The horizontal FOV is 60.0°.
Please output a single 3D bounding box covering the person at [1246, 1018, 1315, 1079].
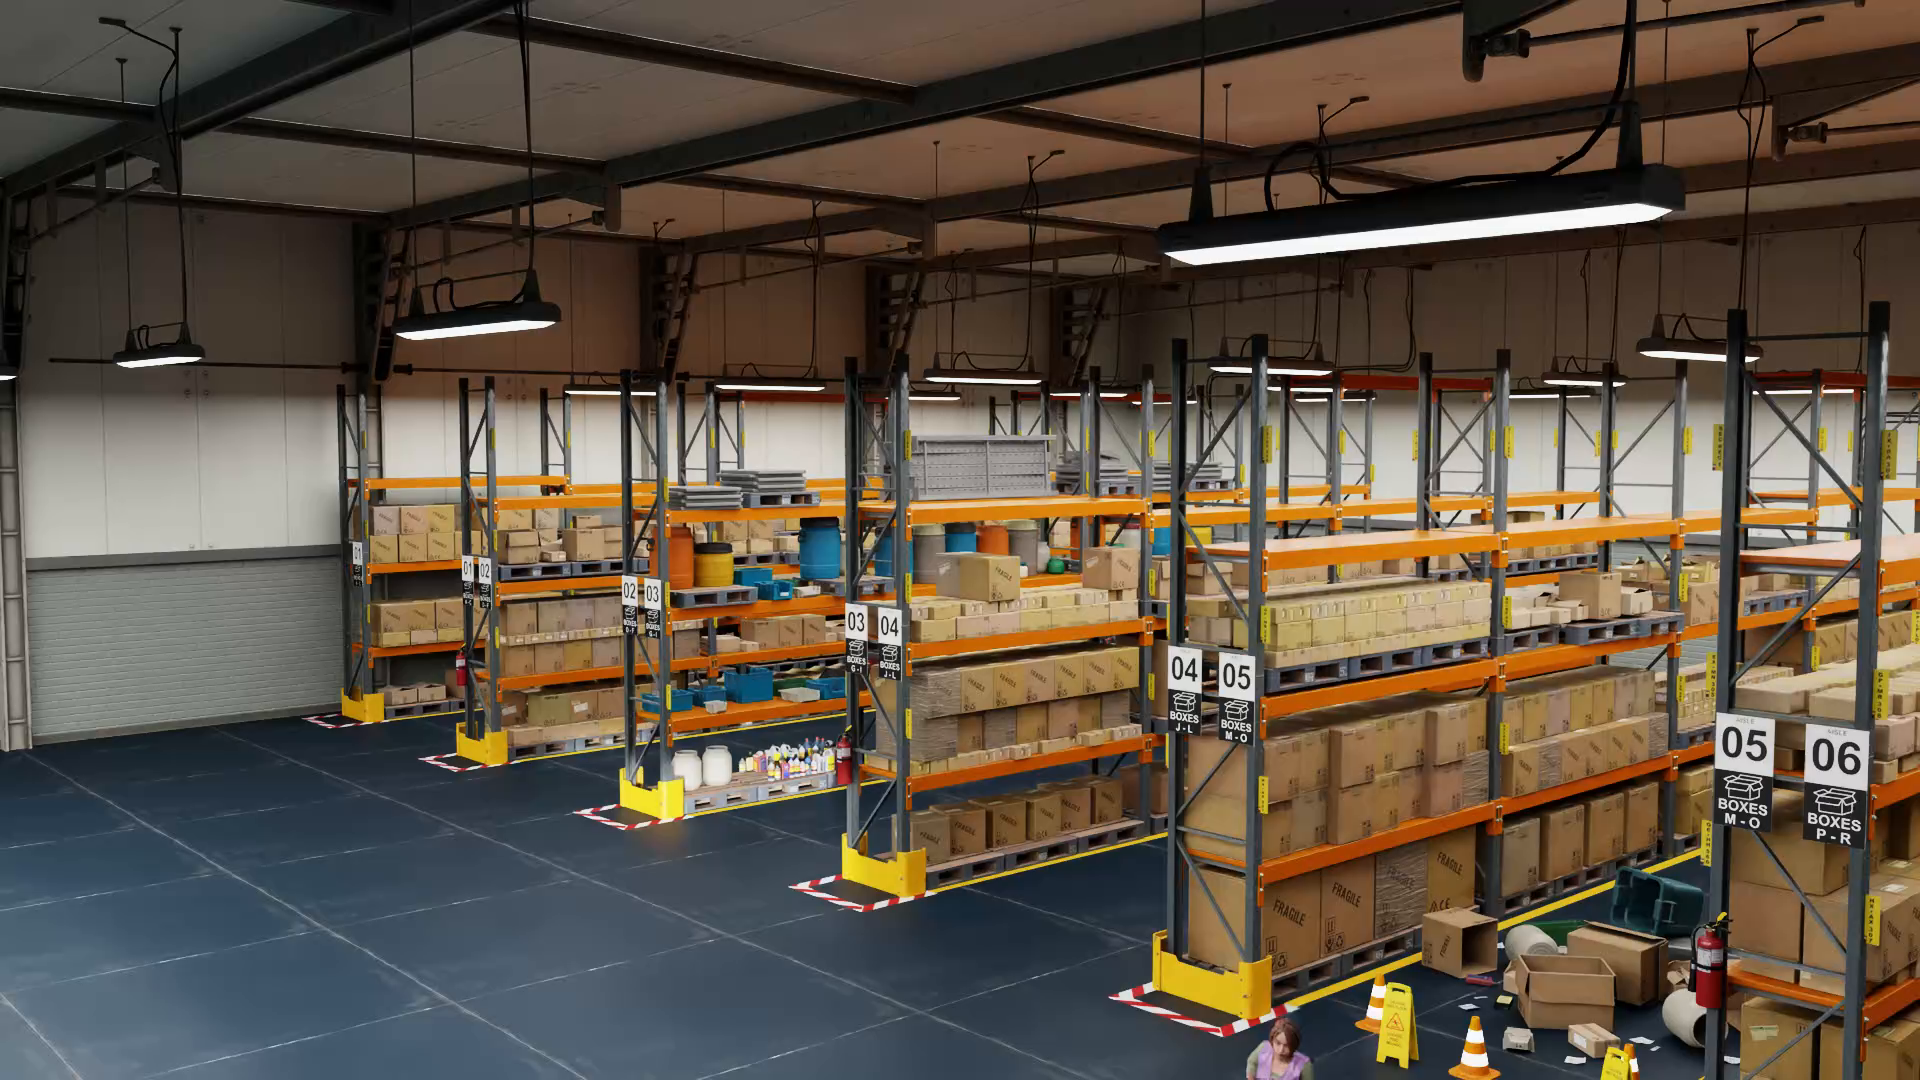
[{"bbox_3d":[2.032,3.697,10.509,0.513,1.525,0.830,2,4,23],"label":"person"}]
